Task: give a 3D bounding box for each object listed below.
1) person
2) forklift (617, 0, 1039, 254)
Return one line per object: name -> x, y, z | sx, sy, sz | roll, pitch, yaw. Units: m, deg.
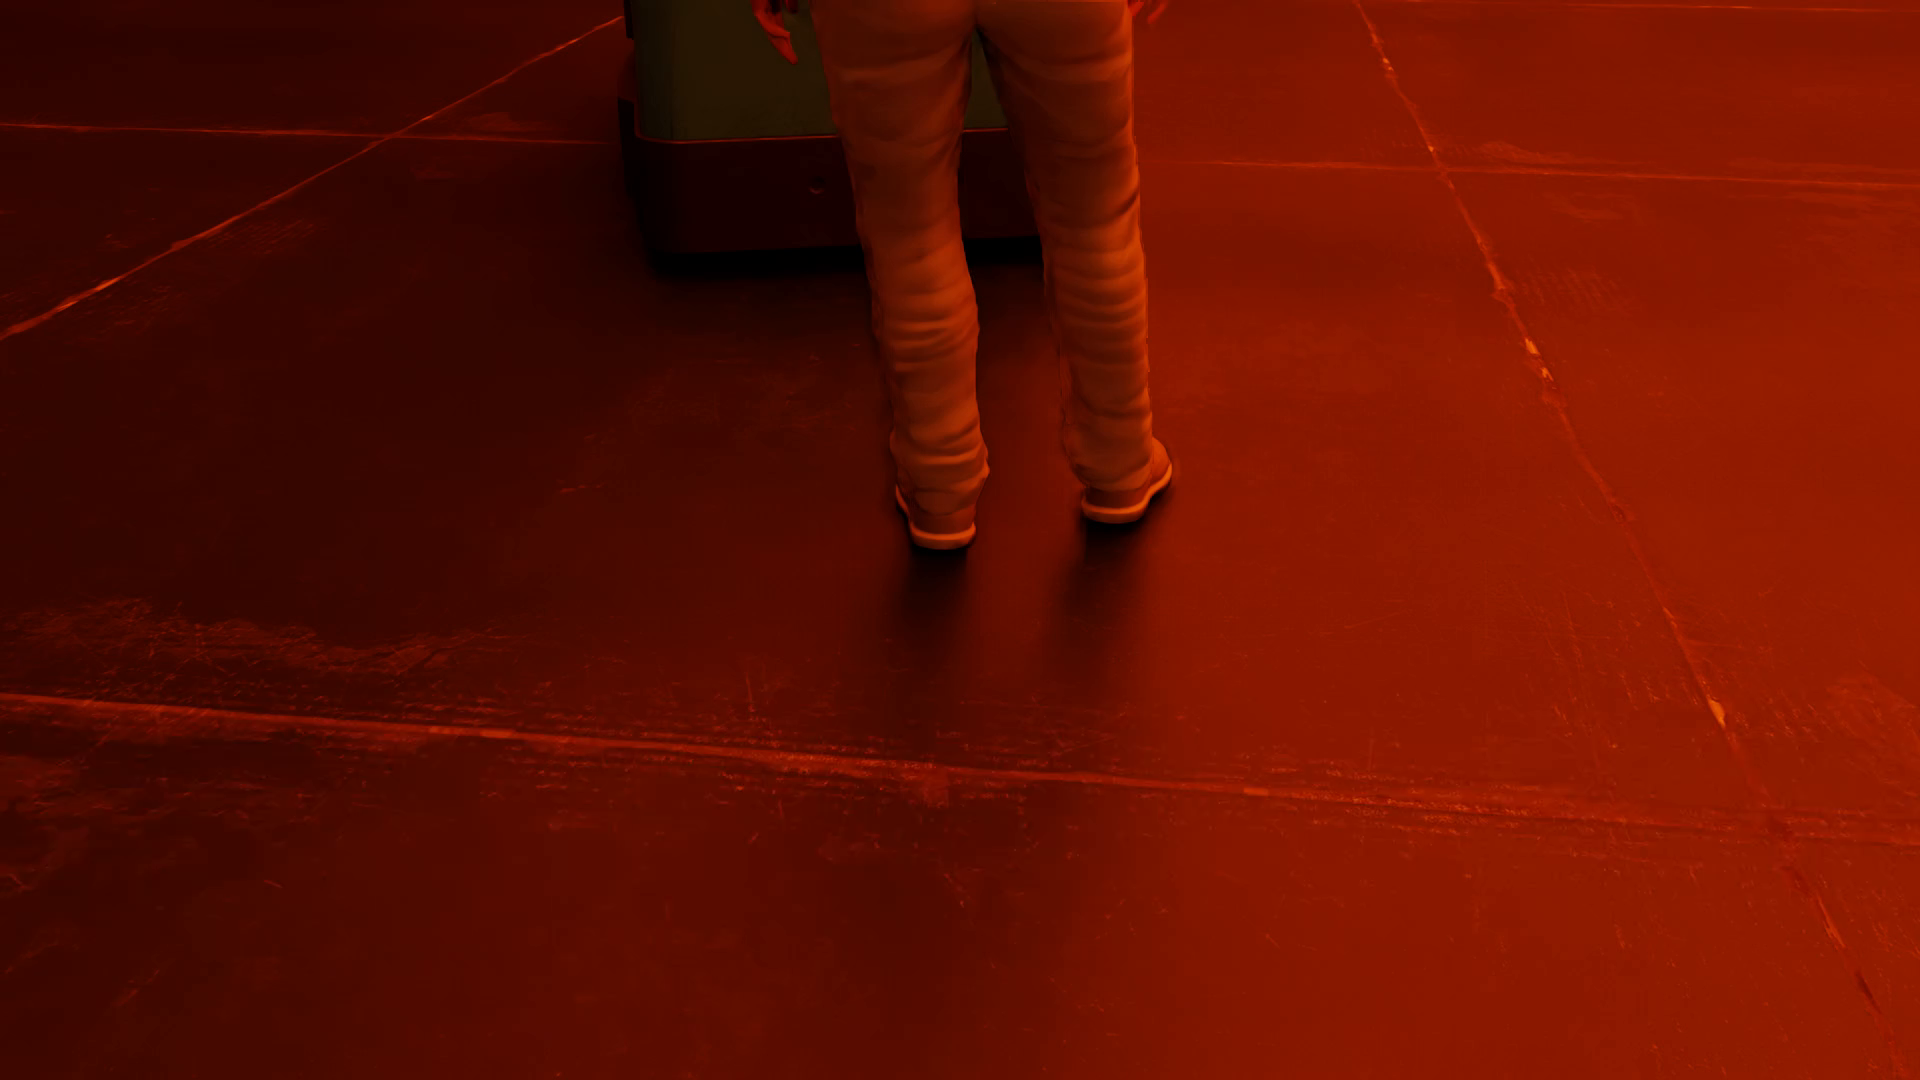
person -> 0.041, -0.770, 2.168 | 0.662, 1.671, 0.442 | -4, 27, -9
forklift -> -0.425, -2.560, 4.349 | 1.130, 2.935, 3.031 | -5, 27, -9
